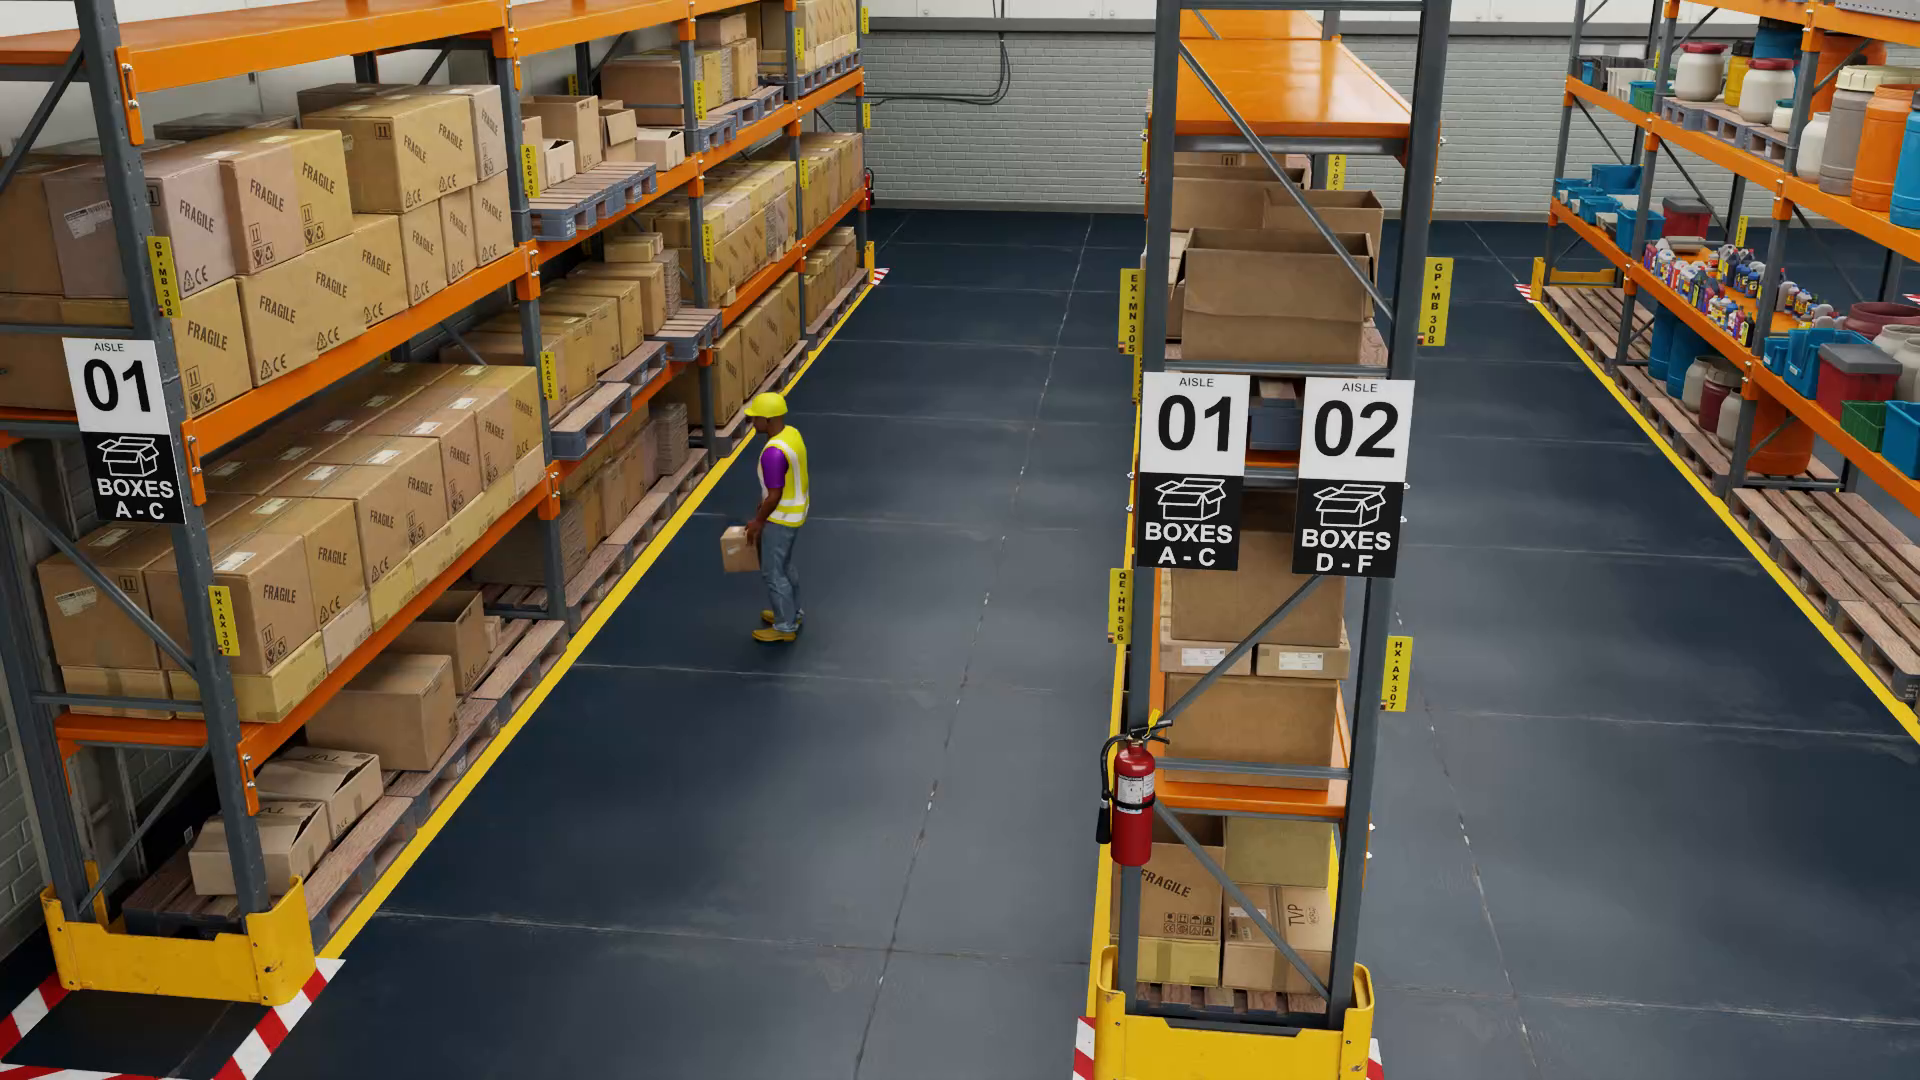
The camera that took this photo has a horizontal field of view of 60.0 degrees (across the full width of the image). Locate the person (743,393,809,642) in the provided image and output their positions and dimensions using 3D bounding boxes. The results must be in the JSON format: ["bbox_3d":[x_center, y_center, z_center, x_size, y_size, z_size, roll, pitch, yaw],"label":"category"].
[{"bbox_3d":[-1.250,-0.167,11.484,0.419,1.766,0.586,2,21,5],"label":"person"}]
